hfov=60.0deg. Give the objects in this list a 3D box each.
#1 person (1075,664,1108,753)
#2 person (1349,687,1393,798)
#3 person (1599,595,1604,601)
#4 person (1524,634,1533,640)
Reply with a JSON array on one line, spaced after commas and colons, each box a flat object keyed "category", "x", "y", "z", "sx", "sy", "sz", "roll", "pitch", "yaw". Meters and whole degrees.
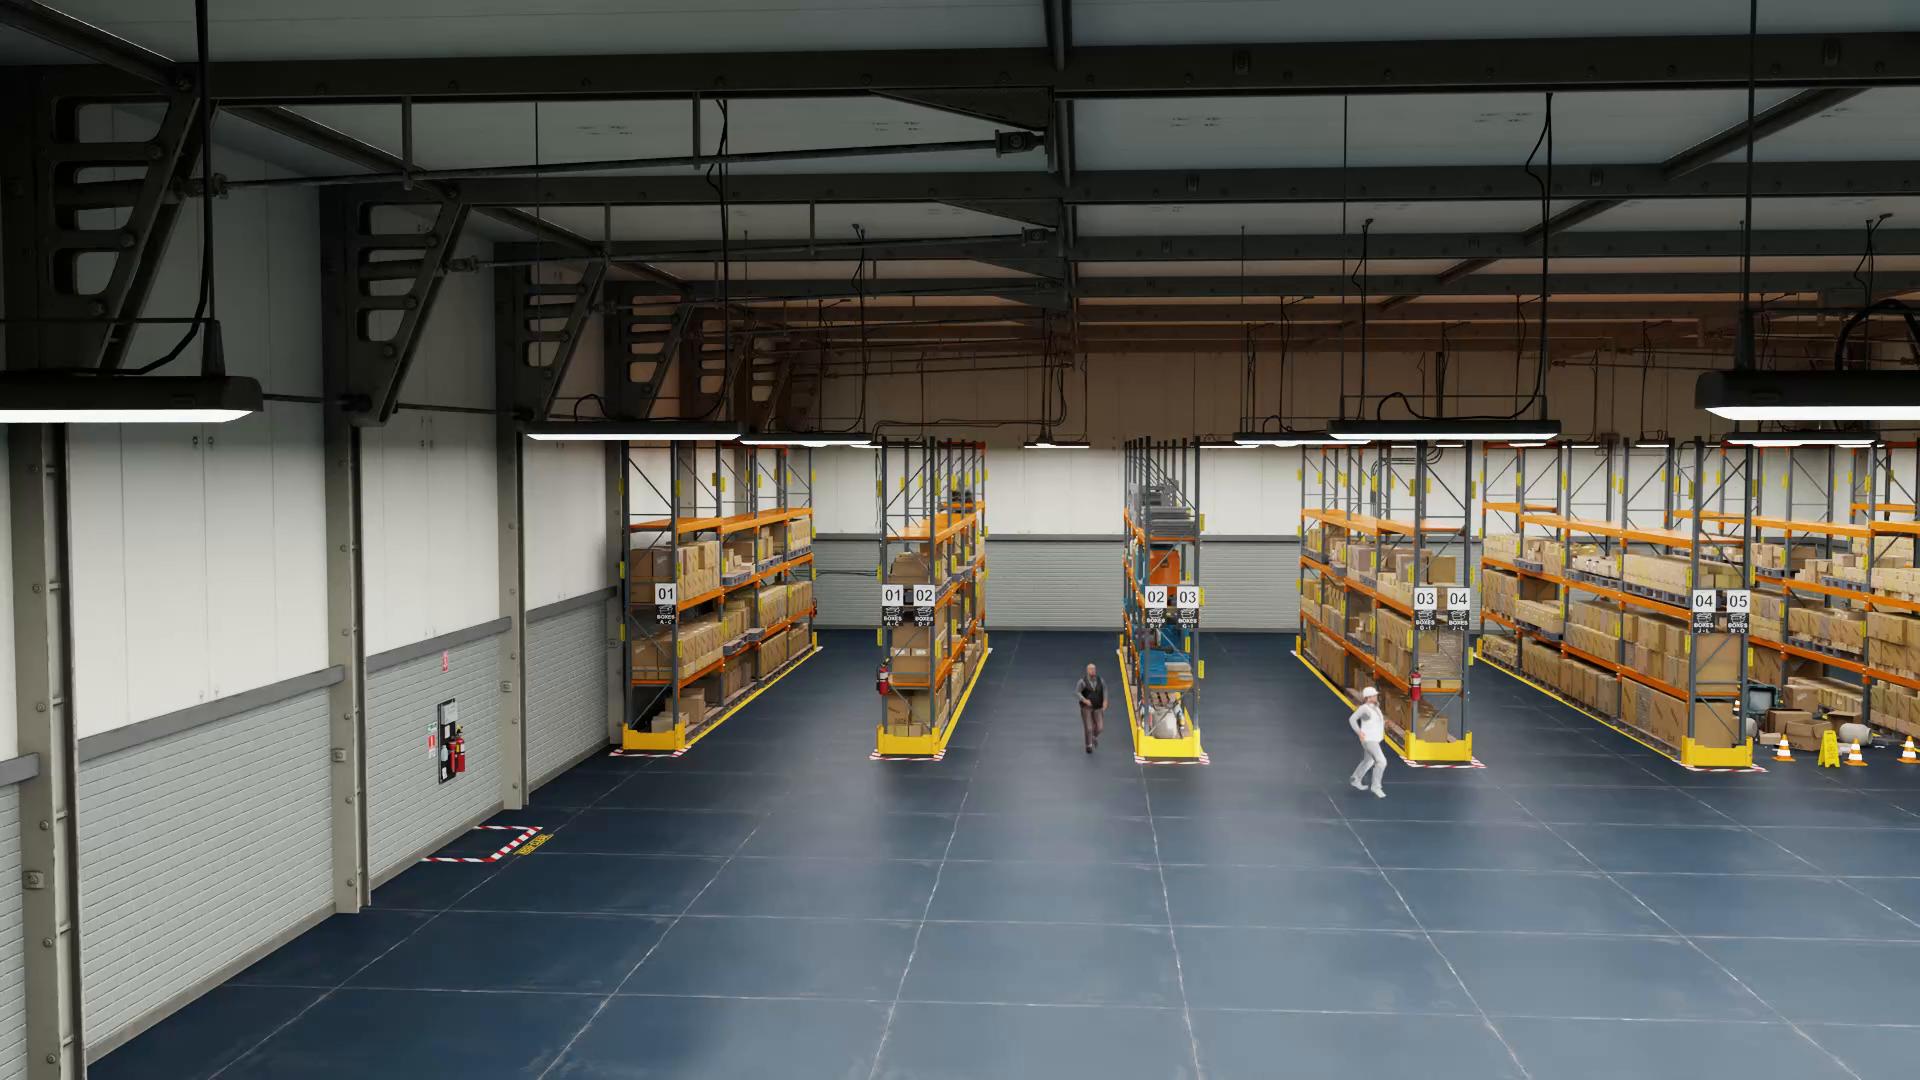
[{"category": "person", "x": 2.520, "y": 3.205, "z": 31.522, "sx": 0.689, "sy": 1.664, "sz": 0.592, "roll": -1, "pitch": 3, "yaw": -12}, {"category": "person", "x": 6.834, "y": 3.357, "z": 27.660, "sx": 0.764, "sy": 1.831, "sz": 0.630, "roll": 2, "pitch": 4, "yaw": 34}, {"category": "person", "x": 18.284, "y": 2.340, "z": 47.415, "sx": 0.750, "sy": 1.791, "sz": 0.632, "roll": 0, "pitch": 3, "yaw": 0}, {"category": "person", "x": 16.045, "y": 2.404, "z": 47.463, "sx": 0.549, "sy": 1.551, "sz": 0.753, "roll": -2, "pitch": 4, "yaw": -37}]
